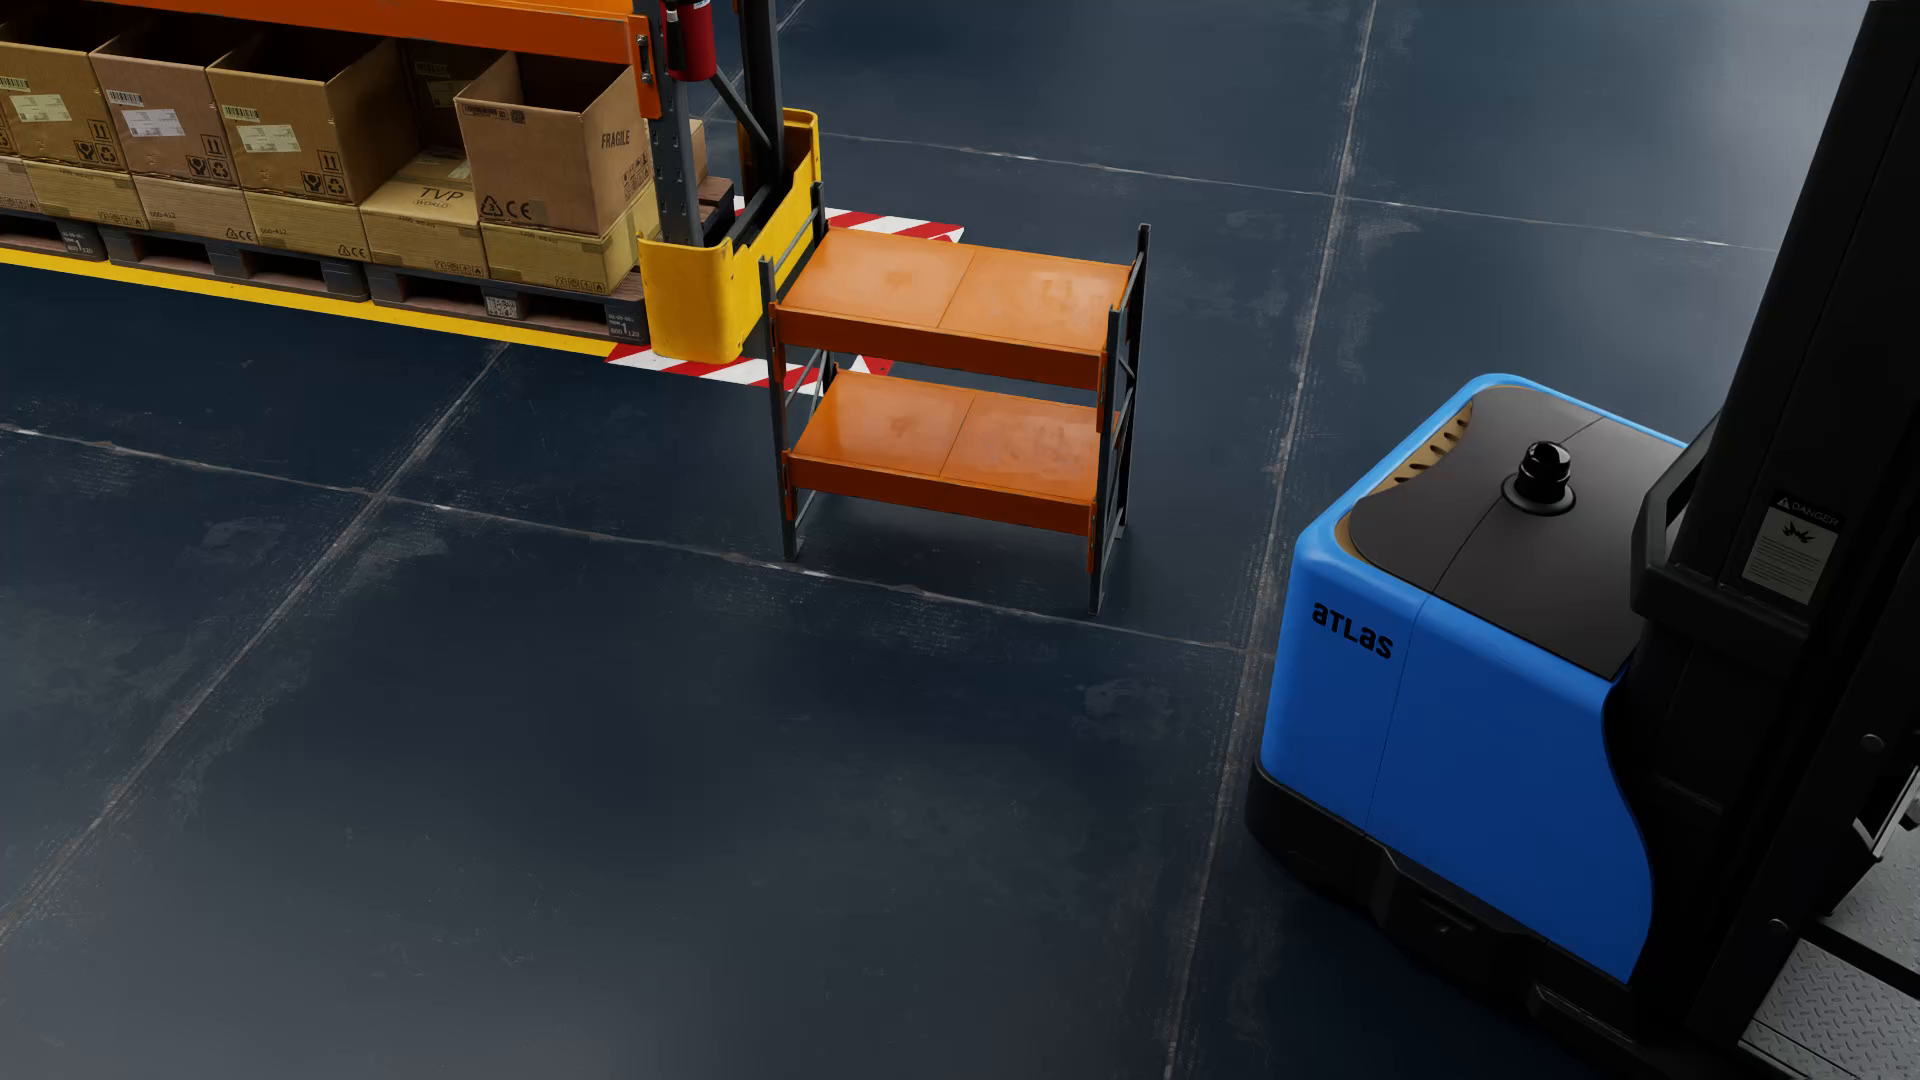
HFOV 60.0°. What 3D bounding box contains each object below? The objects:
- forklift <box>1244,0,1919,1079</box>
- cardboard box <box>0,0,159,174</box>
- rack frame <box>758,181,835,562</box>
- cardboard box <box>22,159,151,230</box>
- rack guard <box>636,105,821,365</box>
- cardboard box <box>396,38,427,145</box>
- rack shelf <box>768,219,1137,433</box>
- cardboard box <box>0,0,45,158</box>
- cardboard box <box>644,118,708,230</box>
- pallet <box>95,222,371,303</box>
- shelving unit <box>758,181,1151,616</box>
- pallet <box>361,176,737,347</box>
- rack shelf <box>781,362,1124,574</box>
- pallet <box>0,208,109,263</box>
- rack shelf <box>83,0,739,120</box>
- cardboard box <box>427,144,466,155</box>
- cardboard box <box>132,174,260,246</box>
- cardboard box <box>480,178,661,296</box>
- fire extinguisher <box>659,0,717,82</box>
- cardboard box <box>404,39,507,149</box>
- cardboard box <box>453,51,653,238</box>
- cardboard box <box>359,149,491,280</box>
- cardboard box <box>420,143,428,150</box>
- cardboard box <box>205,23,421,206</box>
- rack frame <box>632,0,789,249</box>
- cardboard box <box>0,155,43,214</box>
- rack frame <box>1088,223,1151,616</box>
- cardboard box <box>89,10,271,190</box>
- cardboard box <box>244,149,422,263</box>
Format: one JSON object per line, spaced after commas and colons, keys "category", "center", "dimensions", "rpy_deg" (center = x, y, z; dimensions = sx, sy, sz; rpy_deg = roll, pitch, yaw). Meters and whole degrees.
{"category": "forklift", "center": [2.216, 0.086, 3.163], "dimensions": [3.031, 2.935, 1.130], "rpy_deg": [29, 48, 30]}
{"category": "cardboard box", "center": [-3.442, -1.823, 6.611], "dimensions": [0.500, 0.500, 0.500], "rpy_deg": [10, 41, 11]}
{"category": "rack frame", "center": [-0.498, -0.516, 5.284], "dimensions": [0.032, 1.125, 0.500], "rpy_deg": [10, 41, 11]}
{"category": "cardboard box", "center": [-3.443, -1.536, 6.851], "dimensions": [0.500, 0.250, 0.500], "rpy_deg": [10, 41, 11]}
{"category": "rack guard", "center": [-0.888, -1.240, 6.631], "dimensions": [0.348, 0.500, 1.175], "rpy_deg": [10, 41, 11]}
{"category": "cardboard box", "center": [-2.342, -1.980, 6.798], "dimensions": [0.500, 0.500, 0.500], "rpy_deg": [10, 41, 11]}
{"category": "rack shelf", "center": [-0.007, -0.656, 4.995], "dimensions": [1.000, 0.278, 0.538], "rpy_deg": [10, 41, 11]}
{"category": "cardboard box", "center": [-3.923, -1.911, 6.715], "dimensions": [0.500, 0.500, 0.500], "rpy_deg": [10, 41, 11]}
{"category": "cardboard box", "center": [-1.372, -1.536, 6.852], "dimensions": [0.500, 0.250, 0.500], "rpy_deg": [10, 41, 11]}
{"category": "pallet", "center": [-2.836, -1.438, 7.092], "dimensions": [1.213, 0.211, 1.003], "rpy_deg": [10, 41, 11]}
{"category": "shelving unit", "center": [-0.007, -0.432, 5.183], "dimensions": [1.048, 1.125, 0.538], "rpy_deg": [10, 41, 11]}
{"category": "pallet", "center": [-1.661, -1.234, 6.849], "dimensions": [1.213, 0.211, 1.003], "rpy_deg": [10, 41, 11]}
{"category": "rack shelf", "center": [-0.007, -0.245, 5.341], "dimensions": [1.000, 0.278, 0.538], "rpy_deg": [10, 41, 11]}
{"category": "pallet", "center": [-4.018, -1.640, 7.332], "dimensions": [1.213, 0.211, 1.003], "rpy_deg": [10, 41, 11]}
{"category": "rack shelf", "center": [-2.844, -2.258, 6.459], "dimensions": [4.000, 0.370, 1.077], "rpy_deg": [10, 41, 11]}
{"category": "cardboard box", "center": [-1.856, -1.617, 6.948], "dimensions": [0.500, 0.250, 0.500], "rpy_deg": [10, 41, 11]}
{"category": "cardboard box", "center": [-2.958, -1.456, 6.757], "dimensions": [0.500, 0.250, 0.500], "rpy_deg": [10, 41, 11]}
{"category": "cardboard box", "center": [-1.506, -1.214, 6.469], "dimensions": [0.500, 0.250, 0.500], "rpy_deg": [10, 41, 11]}
{"category": "fire extinguisher", "center": [-0.917, -1.863, 5.490], "dimensions": [0.183, 0.674, 0.296], "rpy_deg": [10, 41, 11]}
{"category": "cardboard box", "center": [-1.856, -1.905, 6.708], "dimensions": [0.500, 0.500, 0.500], "rpy_deg": [10, 41, 11]}
{"category": "cardboard box", "center": [-1.506, -1.500, 6.226], "dimensions": [0.500, 0.500, 0.500], "rpy_deg": [10, 41, 11]}
{"category": "cardboard box", "center": [-1.992, -1.290, 6.559], "dimensions": [0.500, 0.250, 0.500], "rpy_deg": [10, 41, 11]}
{"category": "cardboard box", "center": [-2.339, -1.700, 7.048], "dimensions": [0.500, 0.250, 0.500], "rpy_deg": [10, 41, 11]}
{"category": "cardboard box", "center": [-2.476, -1.657, 6.413], "dimensions": [0.500, 0.500, 0.500], "rpy_deg": [10, 41, 11]}
{"category": "rack frame", "center": [-0.911, -2.201, 5.832], "dimensions": [0.127, 3.000, 1.000], "rpy_deg": [10, 41, 11]}
{"category": "cardboard box", "center": [-3.924, -1.622, 6.954], "dimensions": [0.500, 0.250, 0.500], "rpy_deg": [10, 41, 11]}
{"category": "rack frame", "center": [0.485, -0.347, 5.083], "dimensions": [0.032, 1.125, 0.500], "rpy_deg": [10, 41, 11]}
{"category": "cardboard box", "center": [-2.959, -1.741, 6.513], "dimensions": [0.500, 0.500, 0.500], "rpy_deg": [10, 41, 11]}
{"category": "cardboard box", "center": [-2.475, -1.372, 6.657], "dimensions": [0.500, 0.250, 0.500], "rpy_deg": [10, 41, 11]}
